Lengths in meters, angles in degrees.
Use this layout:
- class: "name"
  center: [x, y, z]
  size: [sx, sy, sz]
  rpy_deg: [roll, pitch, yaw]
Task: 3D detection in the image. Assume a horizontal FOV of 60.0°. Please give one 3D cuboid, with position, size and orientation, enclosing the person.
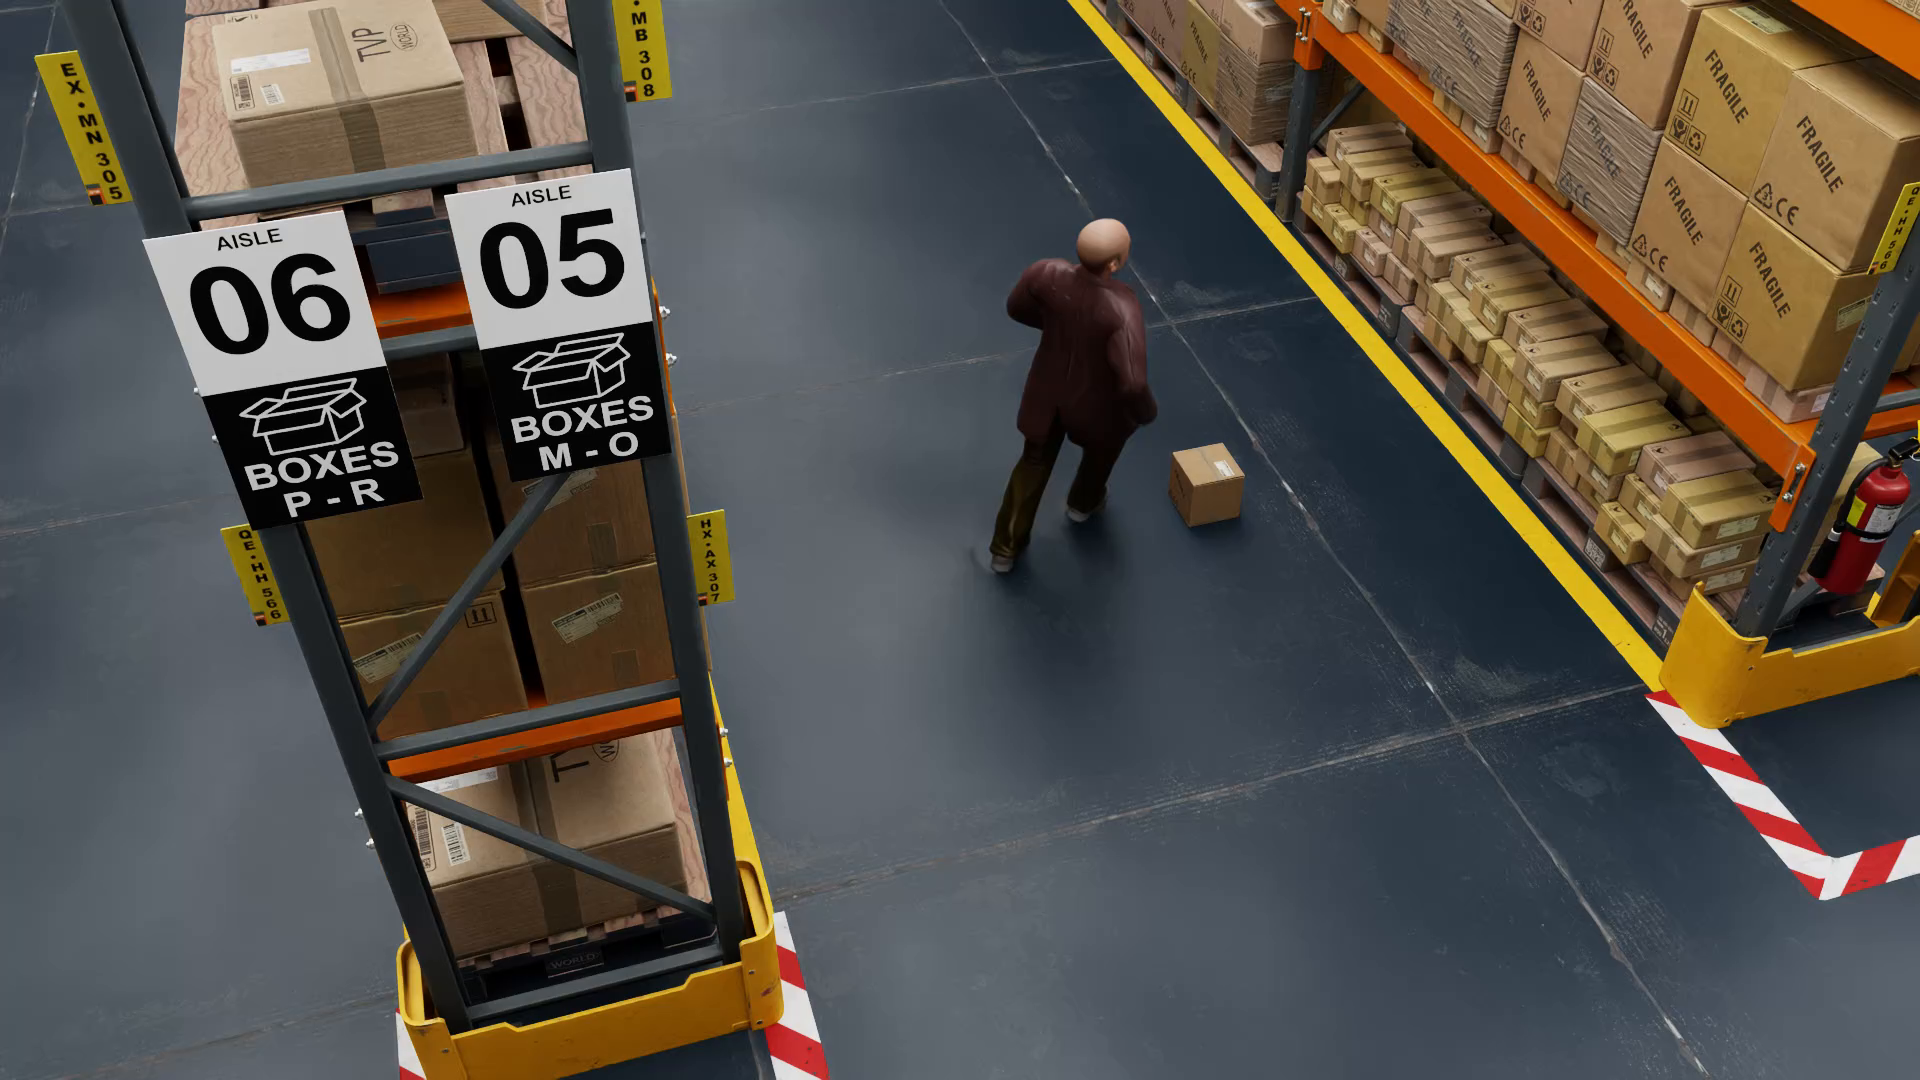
- class: "person"
  center: [0.547, -0.629, 6.910]
  size: [0.724, 1.780, 0.859]
  rpy_deg: [19, 45, 20]
